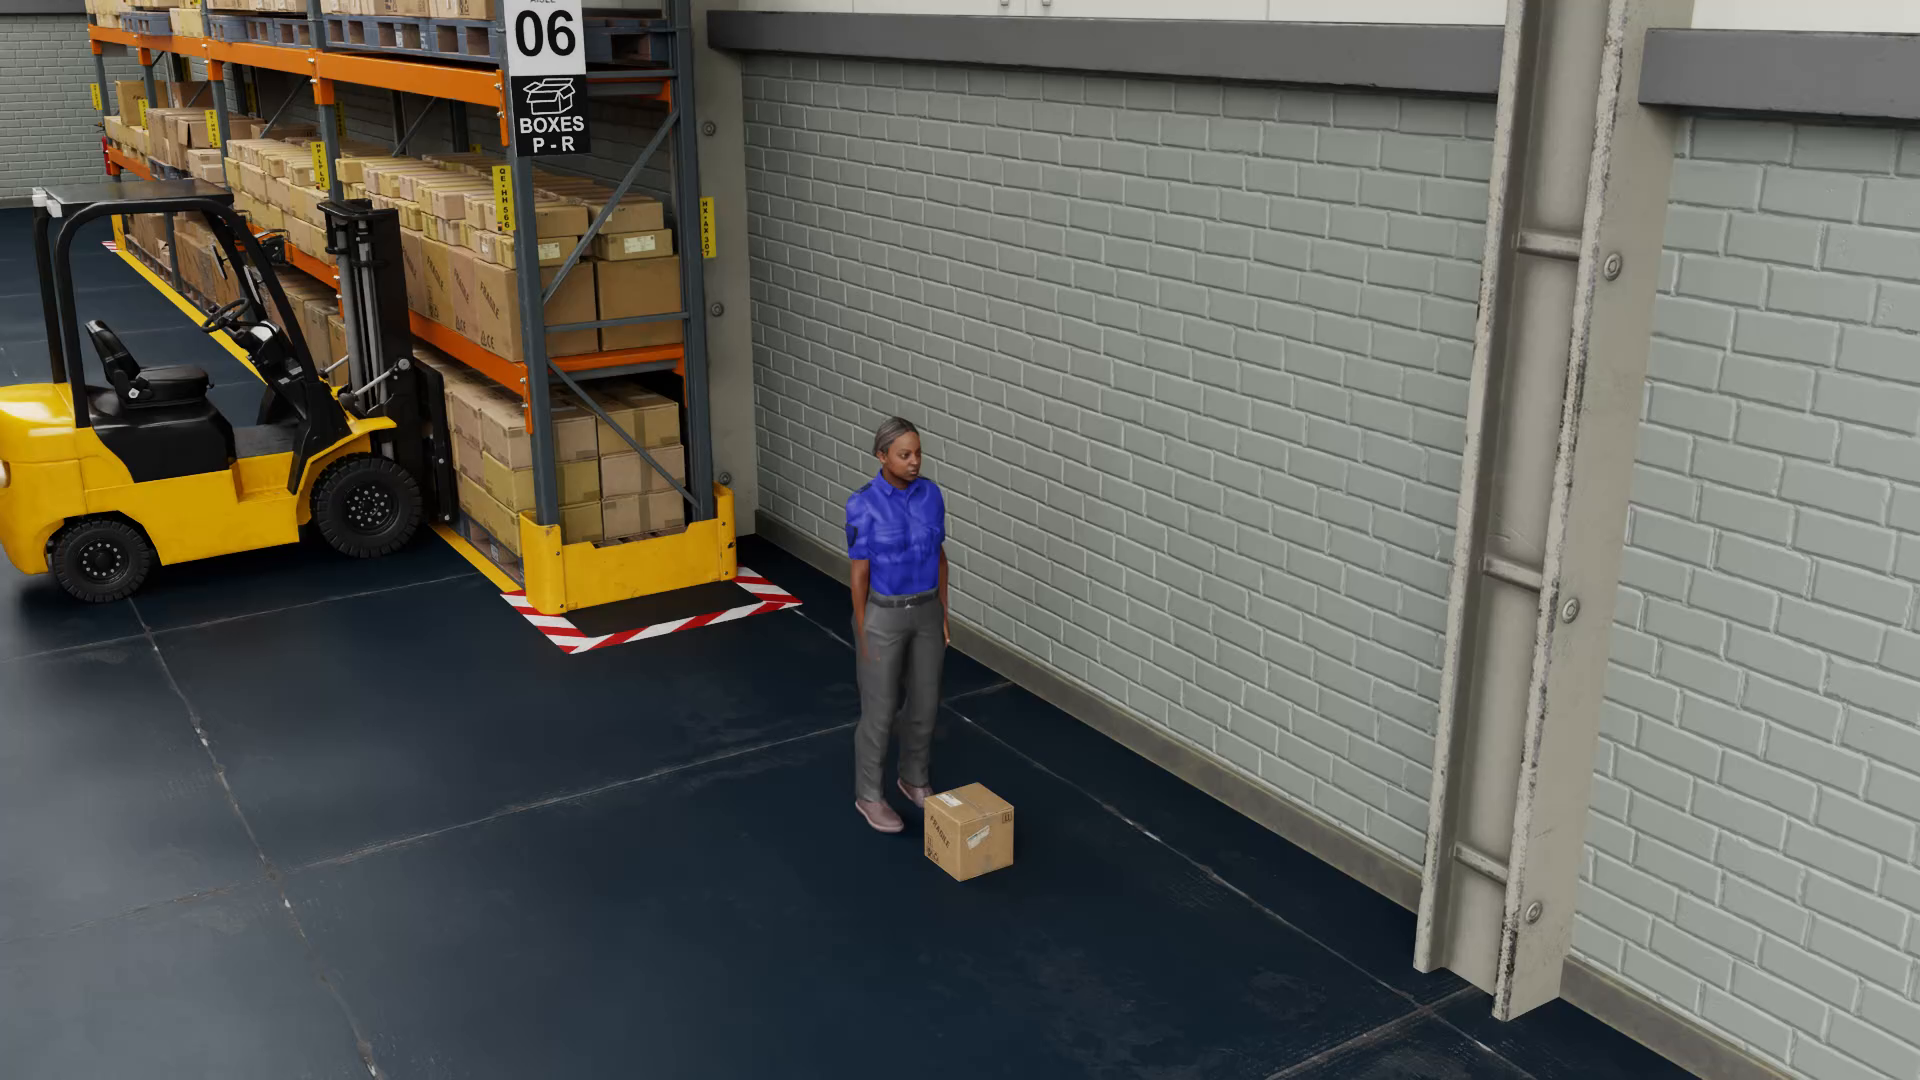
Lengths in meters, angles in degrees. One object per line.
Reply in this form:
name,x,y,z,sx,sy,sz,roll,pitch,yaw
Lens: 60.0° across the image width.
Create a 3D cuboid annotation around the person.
person,-0.229,0.336,6.586,0.436,1.679,0.319,-11,21,-30
